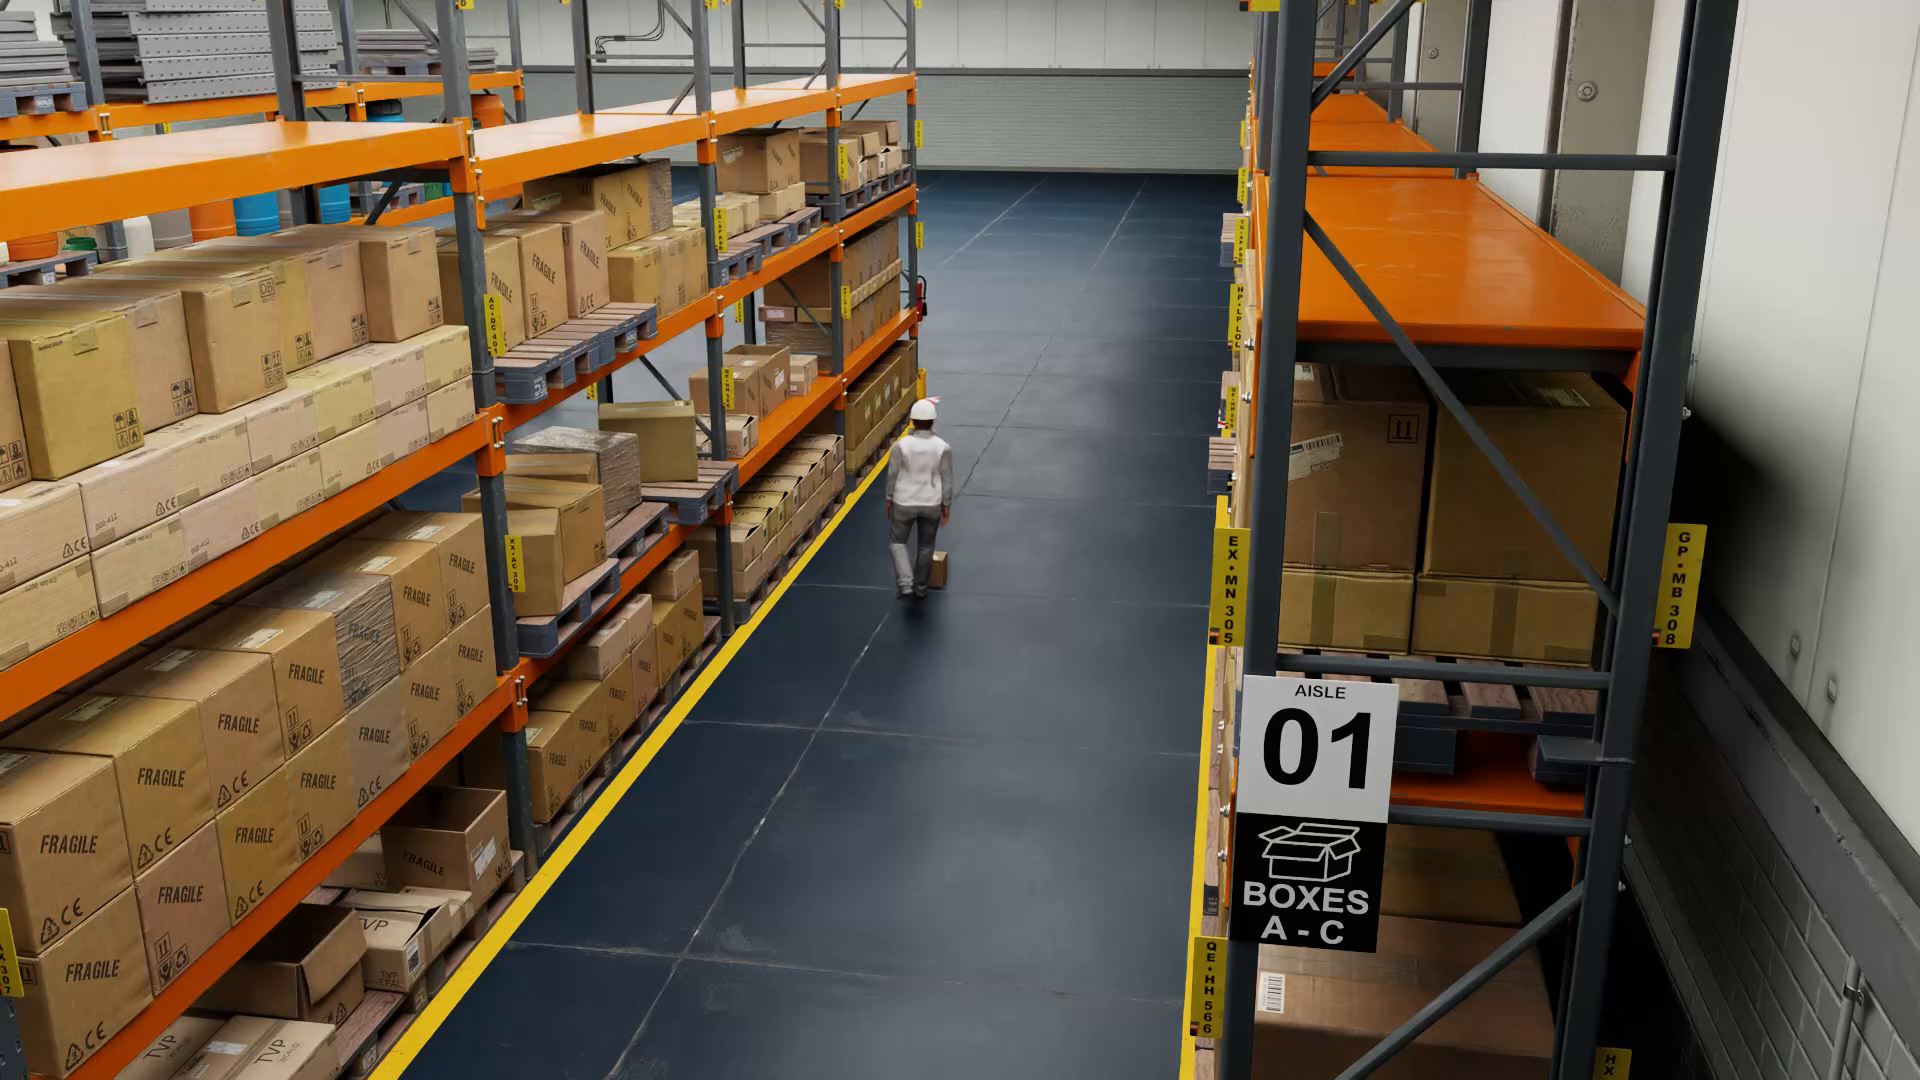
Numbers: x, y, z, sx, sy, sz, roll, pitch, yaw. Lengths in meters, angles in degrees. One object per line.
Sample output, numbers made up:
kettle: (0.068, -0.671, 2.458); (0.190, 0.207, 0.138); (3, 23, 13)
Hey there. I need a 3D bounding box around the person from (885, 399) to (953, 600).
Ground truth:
person: (-0.353, -0.328, 14.004); (0.557, 1.767, 0.692); (-3, 18, -9)
